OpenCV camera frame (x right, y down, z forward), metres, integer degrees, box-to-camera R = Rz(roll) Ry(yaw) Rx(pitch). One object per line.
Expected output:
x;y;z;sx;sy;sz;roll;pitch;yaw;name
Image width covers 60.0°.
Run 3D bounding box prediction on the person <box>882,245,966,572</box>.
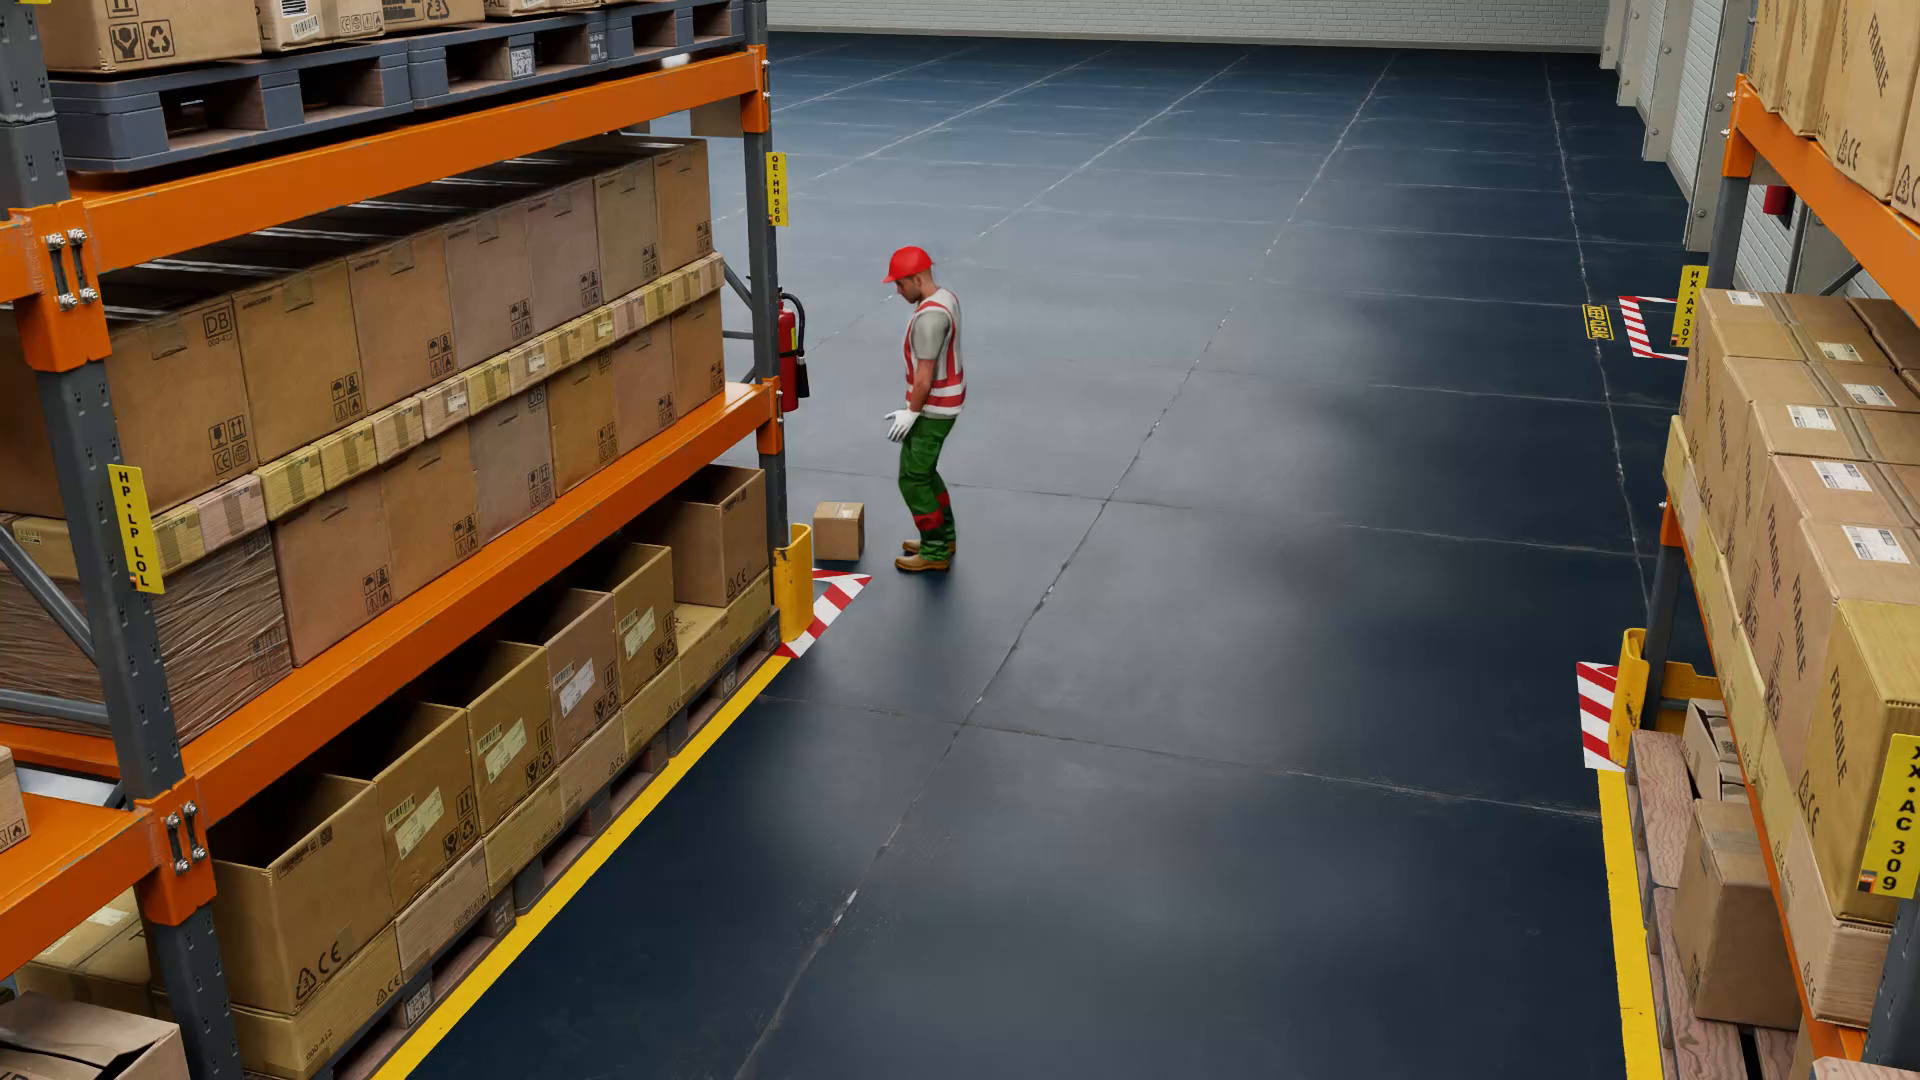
-0.190;-0.693;8.847;0.427;1.751;0.538;2;22;6;person
